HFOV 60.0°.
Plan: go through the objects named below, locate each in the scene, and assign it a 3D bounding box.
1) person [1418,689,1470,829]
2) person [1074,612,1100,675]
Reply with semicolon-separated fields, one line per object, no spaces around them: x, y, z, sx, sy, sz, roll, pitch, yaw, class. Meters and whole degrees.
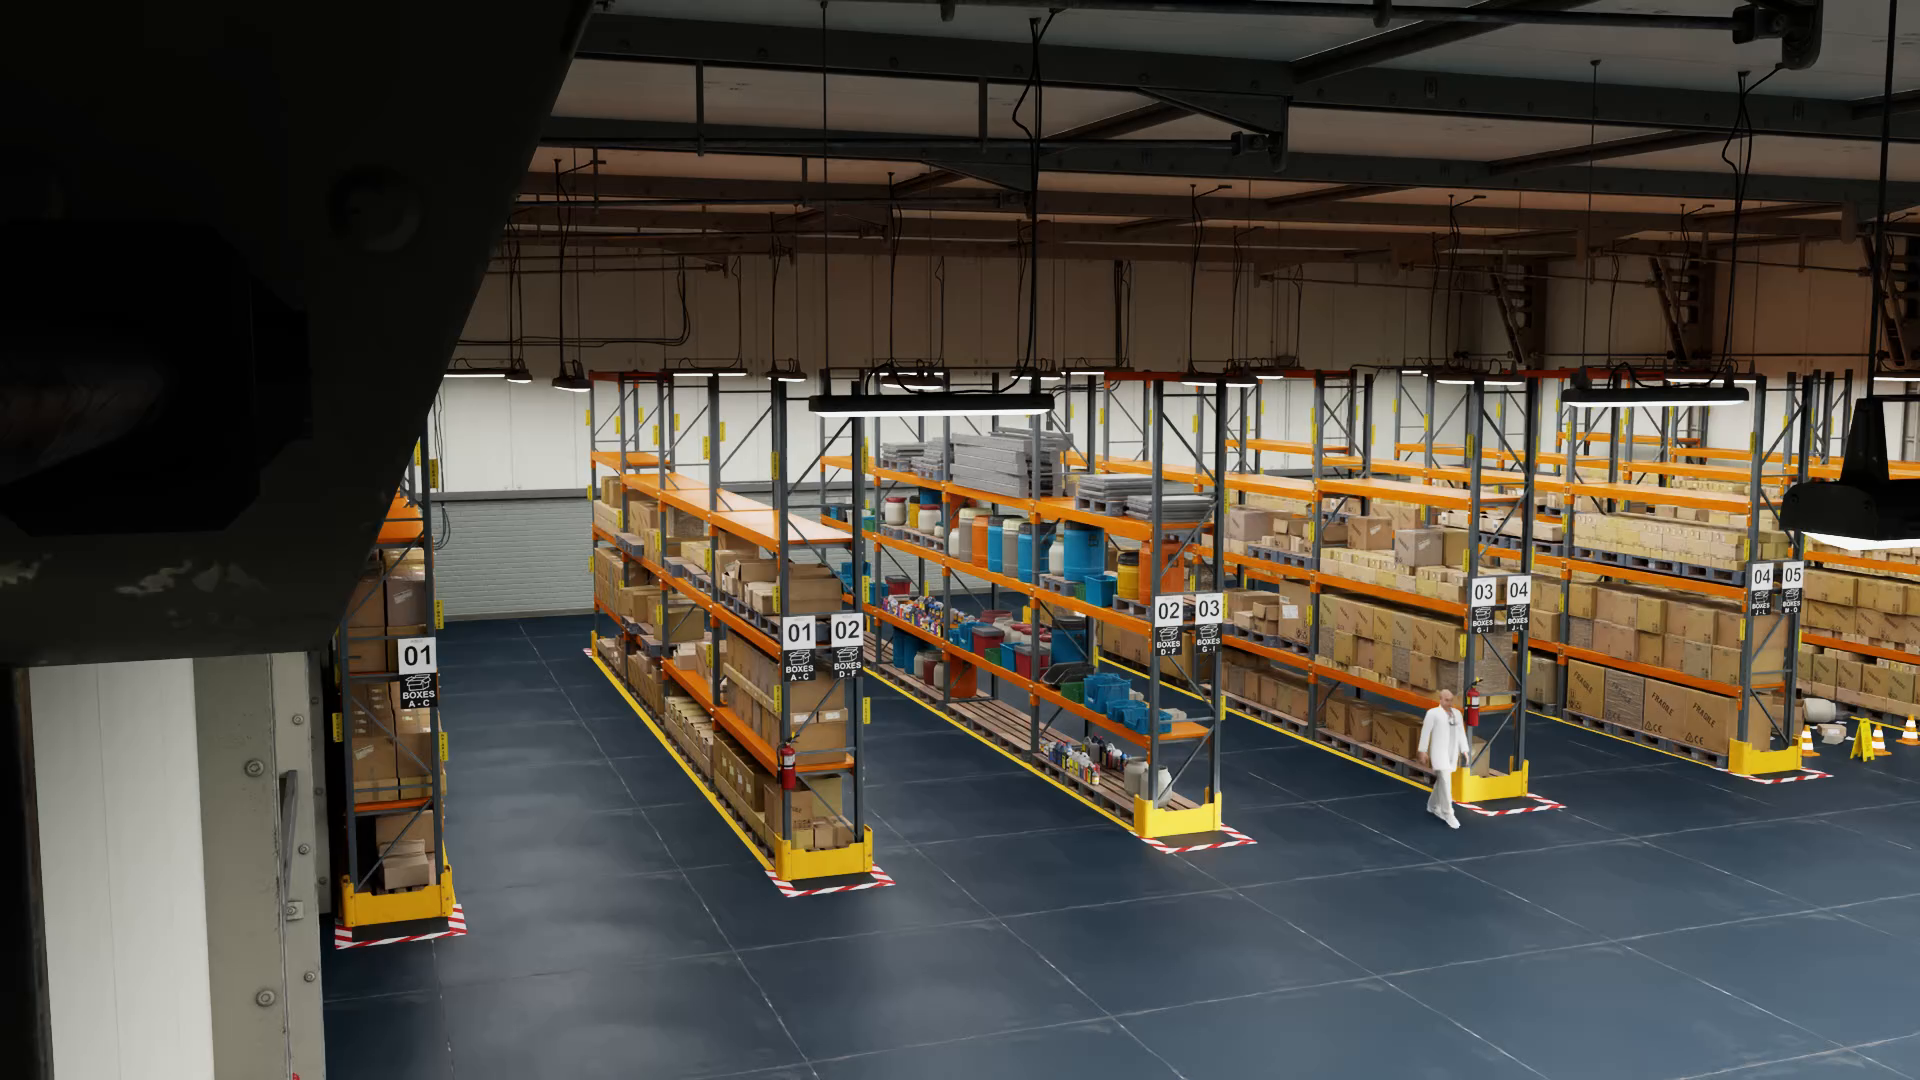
6.637;2.939;22.587;0.614;1.794;0.795;-3;7;-24;person
2.488;1.872;32.743;0.563;1.599;1.053;-3;7;-21;person
